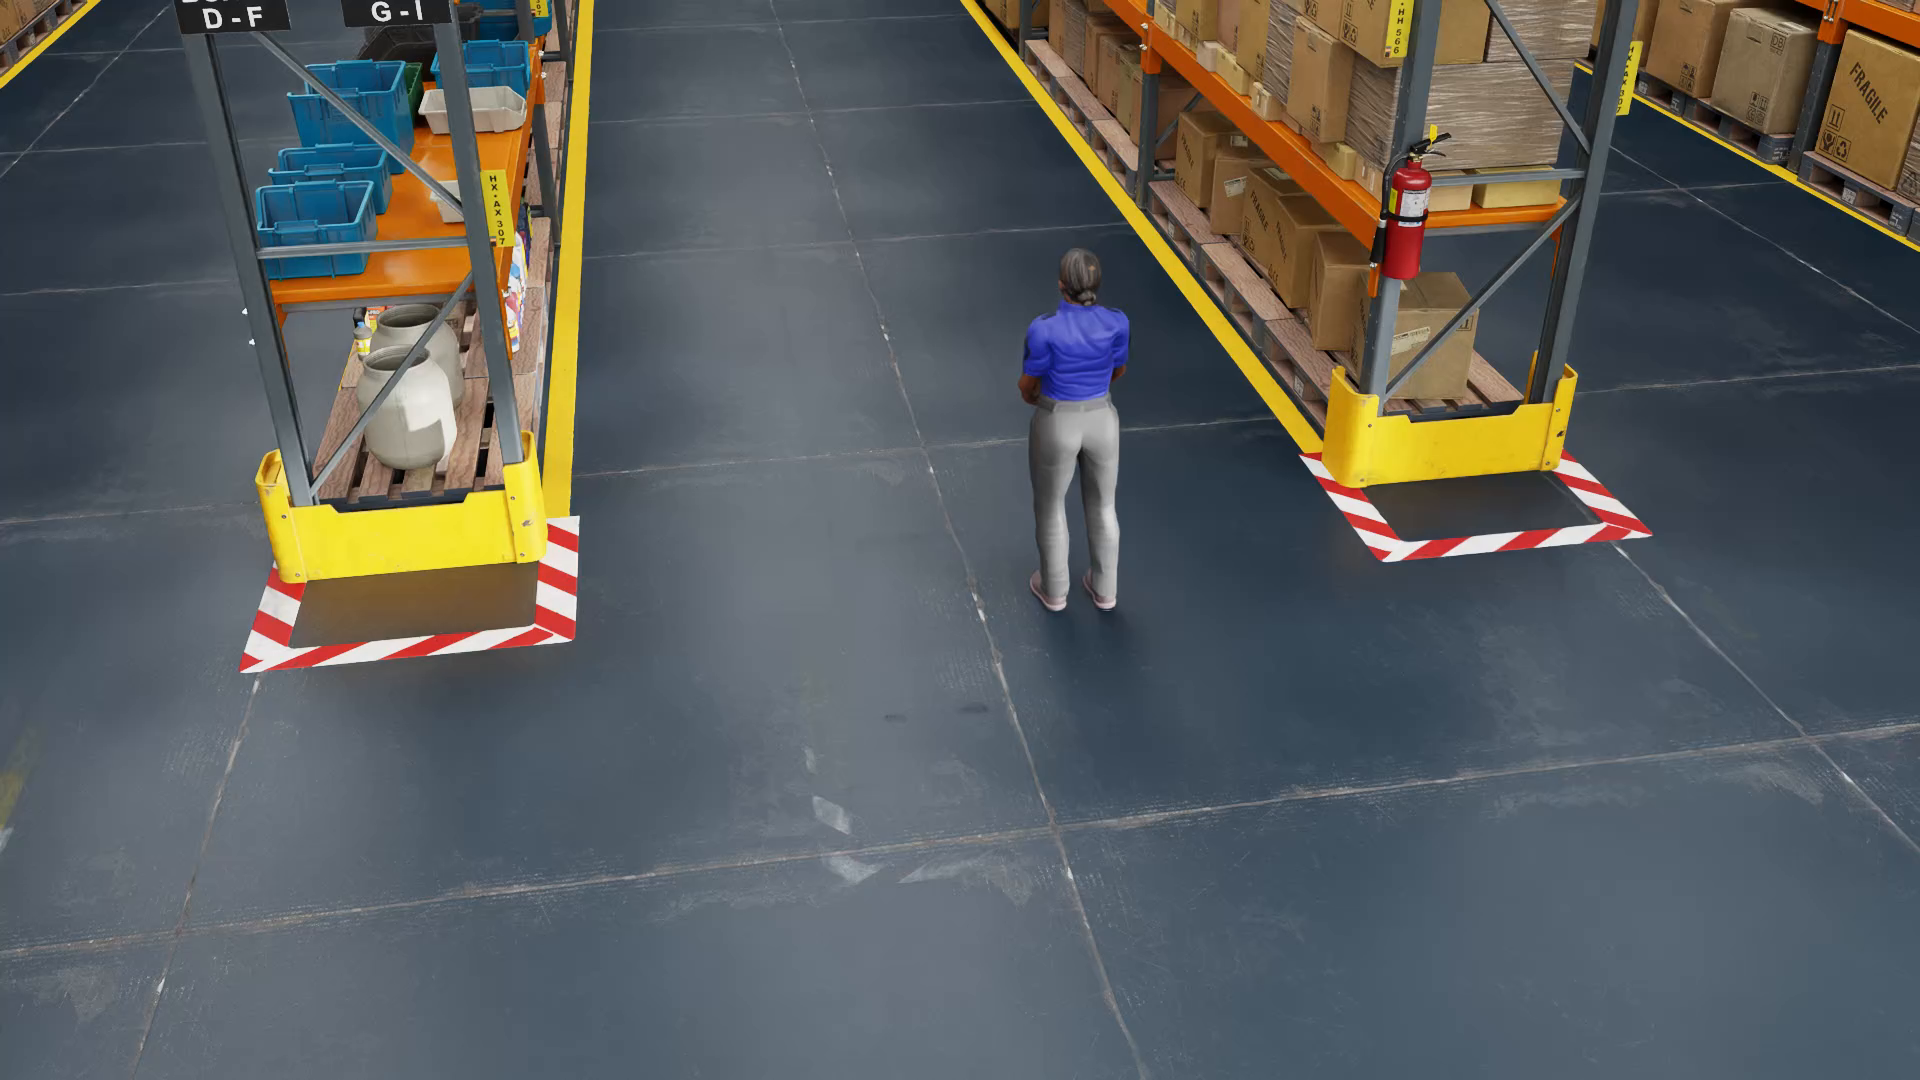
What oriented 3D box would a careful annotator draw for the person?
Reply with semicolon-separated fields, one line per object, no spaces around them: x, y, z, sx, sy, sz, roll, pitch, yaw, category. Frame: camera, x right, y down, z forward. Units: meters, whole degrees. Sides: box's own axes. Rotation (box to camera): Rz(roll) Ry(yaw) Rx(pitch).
0.449;-0.482;6.945;0.458;1.653;0.510;-7;31;-11;person
